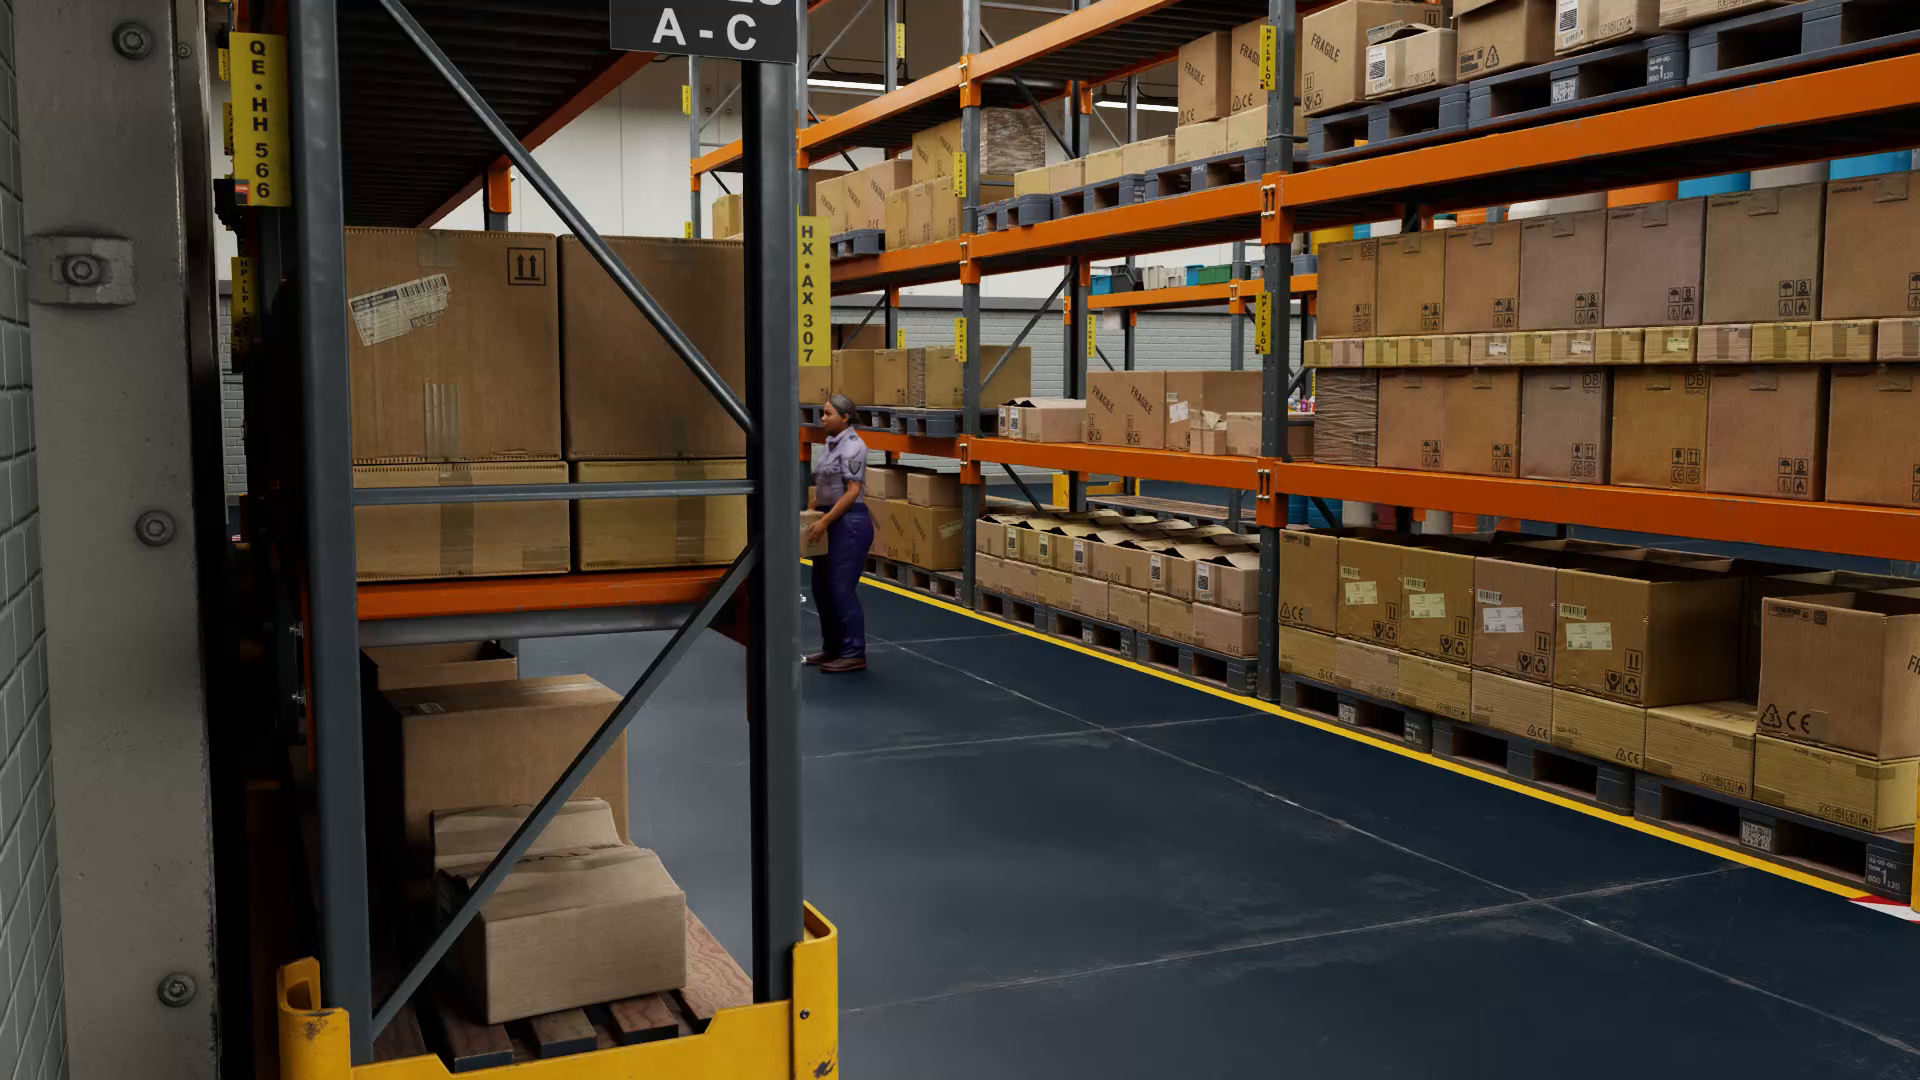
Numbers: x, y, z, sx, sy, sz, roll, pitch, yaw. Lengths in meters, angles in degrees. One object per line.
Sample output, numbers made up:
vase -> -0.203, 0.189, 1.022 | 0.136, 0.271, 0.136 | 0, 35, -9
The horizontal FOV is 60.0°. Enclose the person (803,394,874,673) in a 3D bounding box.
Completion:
person -> -0.761, -0.049, 10.037 | 0.437, 1.656, 0.502 | -3, 6, -25
